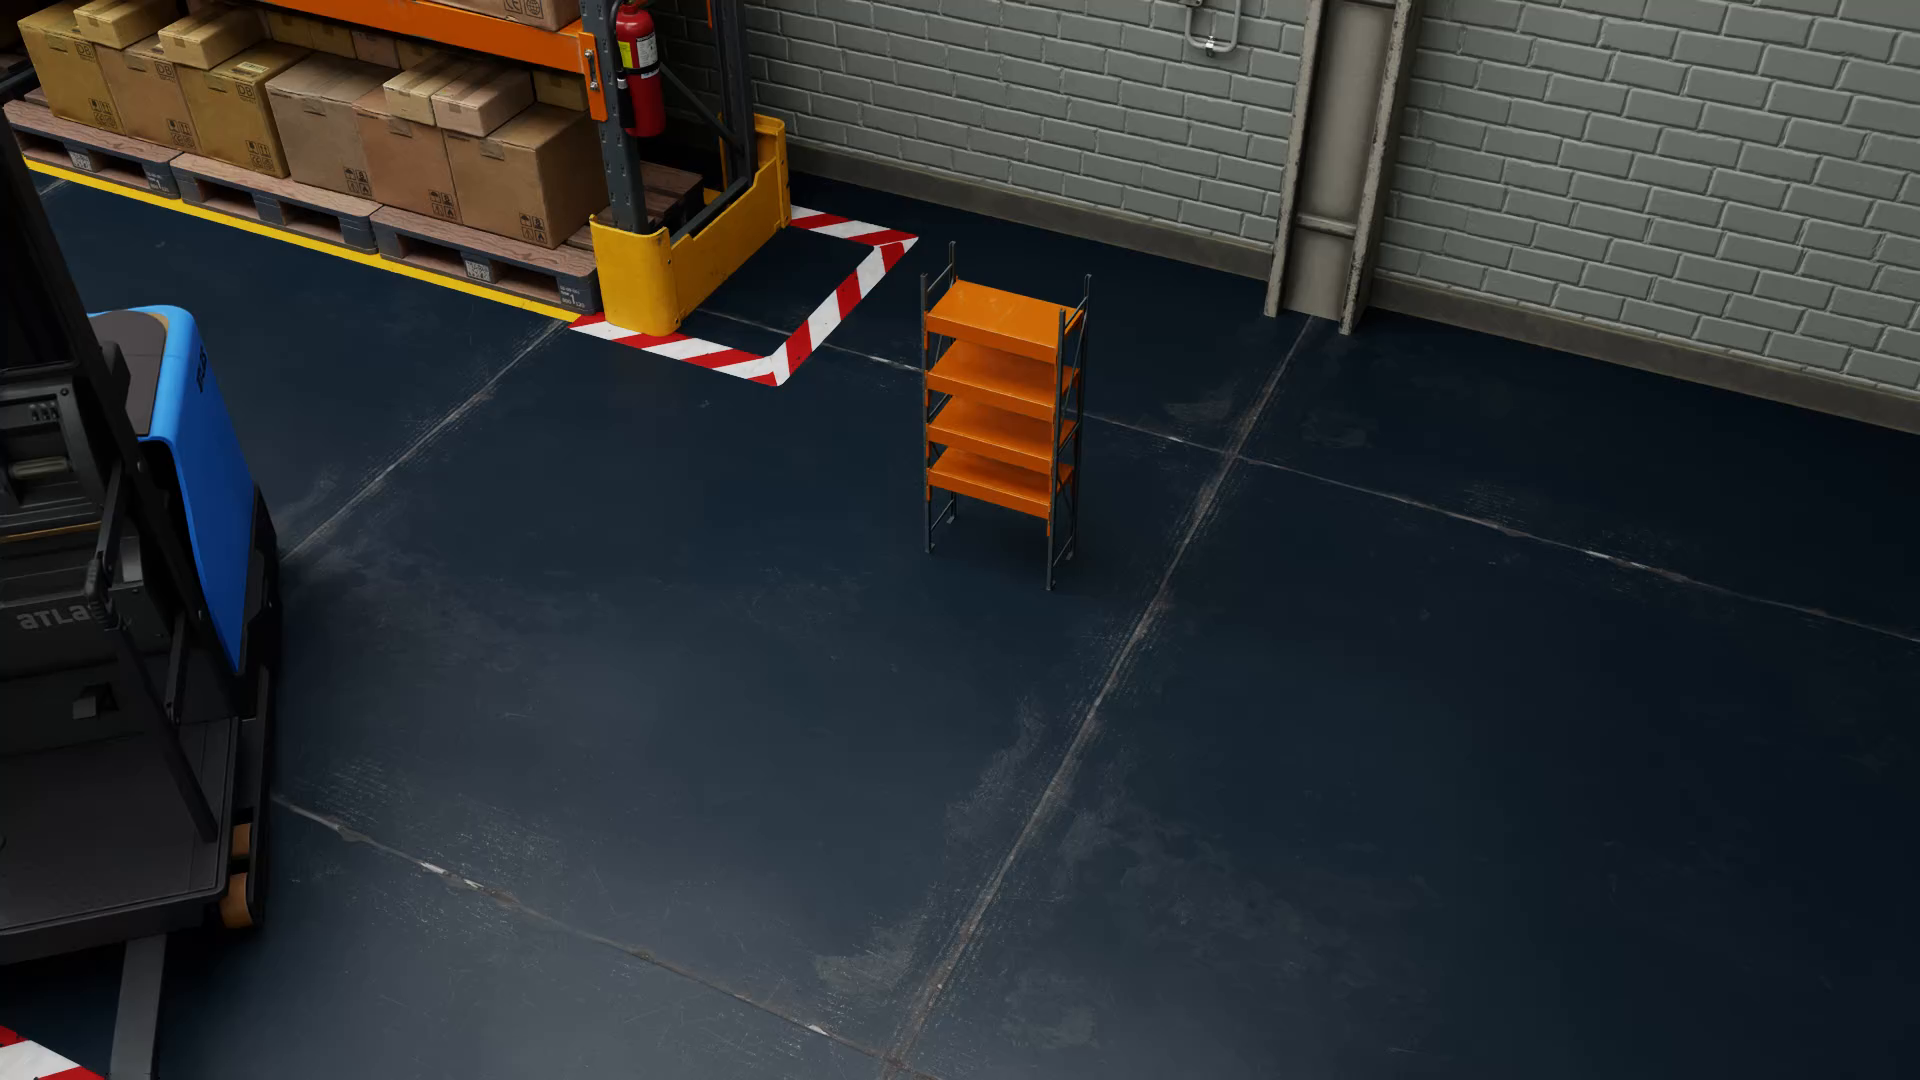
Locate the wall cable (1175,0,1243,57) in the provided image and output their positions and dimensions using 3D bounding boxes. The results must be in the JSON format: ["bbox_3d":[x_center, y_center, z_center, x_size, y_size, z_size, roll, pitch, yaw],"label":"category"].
[{"bbox_3d":[0.345,-3.000,6.645,1.851,1.984,0.084,17,44,19],"label":"wall cable"}]

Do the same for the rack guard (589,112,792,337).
[{"bbox_3d":[-1.194,-1.458,7.550,0.348,0.500,1.175,17,44,19],"label":"rack guard"}]

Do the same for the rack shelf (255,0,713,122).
[{"bbox_3d":[-3.028,-2.691,7.614,4.000,0.370,1.077,17,44,19],"label":"rack shelf"}]

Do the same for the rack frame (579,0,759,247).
[{"bbox_3d":[-1.216,-2.409,6.739,0.127,3.000,1.000,17,44,19],"label":"rack frame"}]

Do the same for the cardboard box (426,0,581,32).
[{"bbox_3d":[-1.682,-2.658,6.797,0.700,0.700,0.980,19,44,21],"label":"cardboard box"}]

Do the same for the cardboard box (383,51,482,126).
[{"bbox_3d":[-2.318,-2.000,7.360,0.250,0.149,0.380,18,44,20],"label":"cardboard box"}]

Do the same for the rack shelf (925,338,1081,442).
[{"bbox_3d":[0.150,-0.526,5.702,0.480,0.148,0.258,17,44,19],"label":"rack shelf"}]

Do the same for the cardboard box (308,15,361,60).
[{"bbox_3d":[-2.844,-2.437,7.864,0.250,0.149,0.380,17,44,19],"label":"cardboard box"}]

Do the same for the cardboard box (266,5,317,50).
[{"bbox_3d":[-3.073,-2.507,7.945,0.250,0.149,0.380,16,43,18],"label":"cardboard box"}]

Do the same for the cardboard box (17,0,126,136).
[{"bbox_3d":[-4.206,-2.463,8.389,0.500,0.500,0.700,18,44,19],"label":"cardboard box"}]

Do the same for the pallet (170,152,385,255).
[{"bbox_3d":[-3.075,-1.869,8.245,1.213,0.211,1.003,17,44,19],"label":"pallet"}]

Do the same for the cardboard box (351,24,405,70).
[{"bbox_3d":[-2.611,-2.366,7.782,0.250,0.149,0.380,18,44,19],"label":"cardboard box"}]

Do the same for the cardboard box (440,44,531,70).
[{"bbox_3d":[-2.154,-2.226,7.621,0.250,0.149,0.380,17,44,19],"label":"cardboard box"}]

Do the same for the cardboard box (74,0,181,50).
[{"bbox_3d":[-3.973,-2.505,7.942,0.250,0.149,0.380,18,44,20],"label":"cardboard box"}]

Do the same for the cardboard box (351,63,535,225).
[{"bbox_3d":[-2.346,-1.896,7.735,0.500,0.500,0.700,17,44,19],"label":"cardboard box"}]

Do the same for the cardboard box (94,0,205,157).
[{"bbox_3d":[-3.752,-2.322,8.226,0.500,0.500,0.700,17,44,18],"label":"cardboard box"}]

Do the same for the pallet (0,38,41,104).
[{"bbox_3d":[-5.572,-2.632,9.125,1.213,0.211,1.003,17,44,19],"label":"pallet"}]

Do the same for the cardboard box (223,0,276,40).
[{"bbox_3d":[-3.308,-2.578,8.027,0.250,0.149,0.380,17,44,19],"label":"cardboard box"}]

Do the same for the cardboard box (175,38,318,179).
[{"bbox_3d":[-3.288,-2.178,8.061,0.500,0.500,0.700,18,44,20],"label":"cardboard box"}]

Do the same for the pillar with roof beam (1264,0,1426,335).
[{"bbox_3d":[-0.223,-1.886,1.556,0.400,9.000,9.100,17,44,19],"label":"pillar with roof beam"}]

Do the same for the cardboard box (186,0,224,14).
[{"bbox_3d":[-3.536,-2.649,8.108,0.250,0.149,0.380,16,43,17],"label":"cardboard box"}]

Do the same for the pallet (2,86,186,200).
[{"bbox_3d":[-4.185,-2.206,8.634,1.213,0.211,1.003,17,44,19],"label":"pallet"}]

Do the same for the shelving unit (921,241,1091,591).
[{"bbox_3d":[0.150,-0.408,5.804,0.503,1.200,0.258,17,44,19],"label":"shelving unit"}]

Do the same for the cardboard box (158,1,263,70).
[{"bbox_3d":[-3.500,-2.360,7.776,0.250,0.149,0.380,16,43,17],"label":"cardboard box"}]

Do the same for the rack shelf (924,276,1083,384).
[{"bbox_3d":[0.150,-0.704,5.547,0.480,0.148,0.258,17,44,19],"label":"rack shelf"}]

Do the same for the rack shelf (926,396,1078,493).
[{"bbox_3d":[0.150,-0.357,5.848,0.480,0.148,0.258,17,44,19],"label":"rack shelf"}]

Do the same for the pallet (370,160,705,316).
[{"bbox_3d":[-1.973,-1.530,7.854,1.213,0.211,1.003,17,44,19],"label":"pallet"}]

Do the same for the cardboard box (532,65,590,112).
[{"bbox_3d":[-1.694,-2.087,7.460,0.250,0.149,0.380,17,44,19],"label":"cardboard box"}]

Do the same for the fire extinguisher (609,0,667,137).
[{"bbox_3d":[-1.274,-1.923,6.522,0.183,0.674,0.296,17,44,19],"label":"fire extinguisher"}]

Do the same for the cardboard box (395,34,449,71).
[{"bbox_3d":[-2.380,-2.296,7.701,0.250,0.149,0.380,17,44,19],"label":"cardboard box"}]

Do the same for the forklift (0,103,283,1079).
[{"bbox_3d":[-2.675,-0.079,4.104,1.130,2.935,3.031,-10,42,-11],"label":"forklift"}]

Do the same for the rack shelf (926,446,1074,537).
[{"bbox_3d":[0.150,-0.207,5.978,0.480,0.148,0.258,17,44,19],"label":"rack shelf"}]

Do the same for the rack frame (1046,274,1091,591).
[{"bbox_3d":[0.371,-0.340,5.726,0.015,1.200,0.240,17,44,19],"label":"rack frame"}]

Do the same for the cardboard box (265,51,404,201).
[{"bbox_3d":[-2.802,-2.035,7.895,0.500,0.500,0.700,16,43,17],"label":"cardboard box"}]

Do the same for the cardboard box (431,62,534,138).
[{"bbox_3d":[-2.086,-1.930,7.279,0.250,0.149,0.380,16,44,18],"label":"cardboard box"}]

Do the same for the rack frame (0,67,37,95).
[{"bbox_3d":[-4.841,-3.517,8.017,0.127,3.000,1.000,17,44,19],"label":"rack frame"}]

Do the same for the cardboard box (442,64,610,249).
[{"bbox_3d":[-1.892,-1.757,7.575,0.500,0.500,0.700,17,44,19],"label":"cardboard box"}]

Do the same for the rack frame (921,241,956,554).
[{"bbox_3d":[-0.071,-0.475,5.882,0.015,1.200,0.240,17,44,19],"label":"rack frame"}]

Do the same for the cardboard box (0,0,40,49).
[{"bbox_3d":[-5.485,-2.966,8.702,0.750,0.750,0.750,17,44,19],"label":"cardboard box"}]
